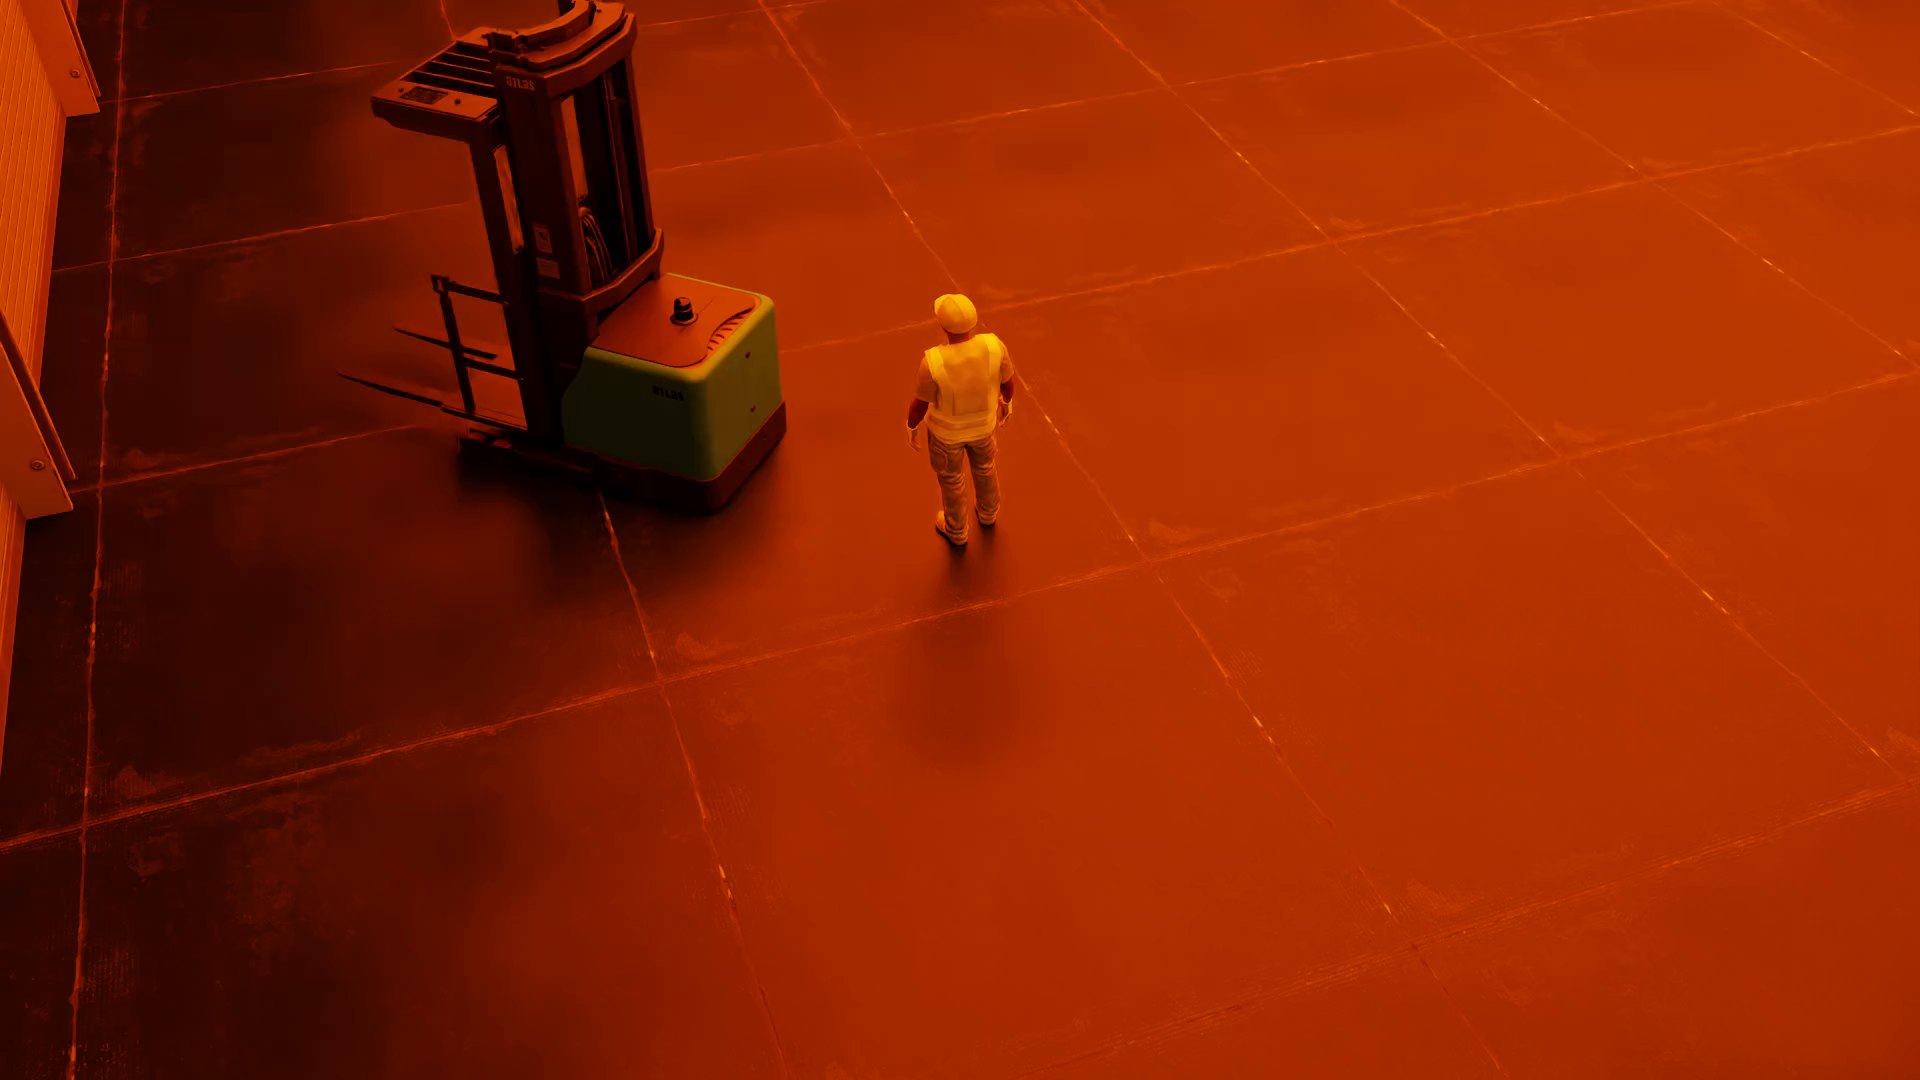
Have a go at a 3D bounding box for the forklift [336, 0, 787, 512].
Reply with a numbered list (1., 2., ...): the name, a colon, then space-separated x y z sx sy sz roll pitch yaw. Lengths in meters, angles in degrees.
1. forklift: -2.716 -1.913 10.275 3.031 2.935 1.130 15 42 17

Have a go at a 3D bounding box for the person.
1. person: -0.017 -0.734 9.752 0.657 1.785 0.575 -13 42 -15
